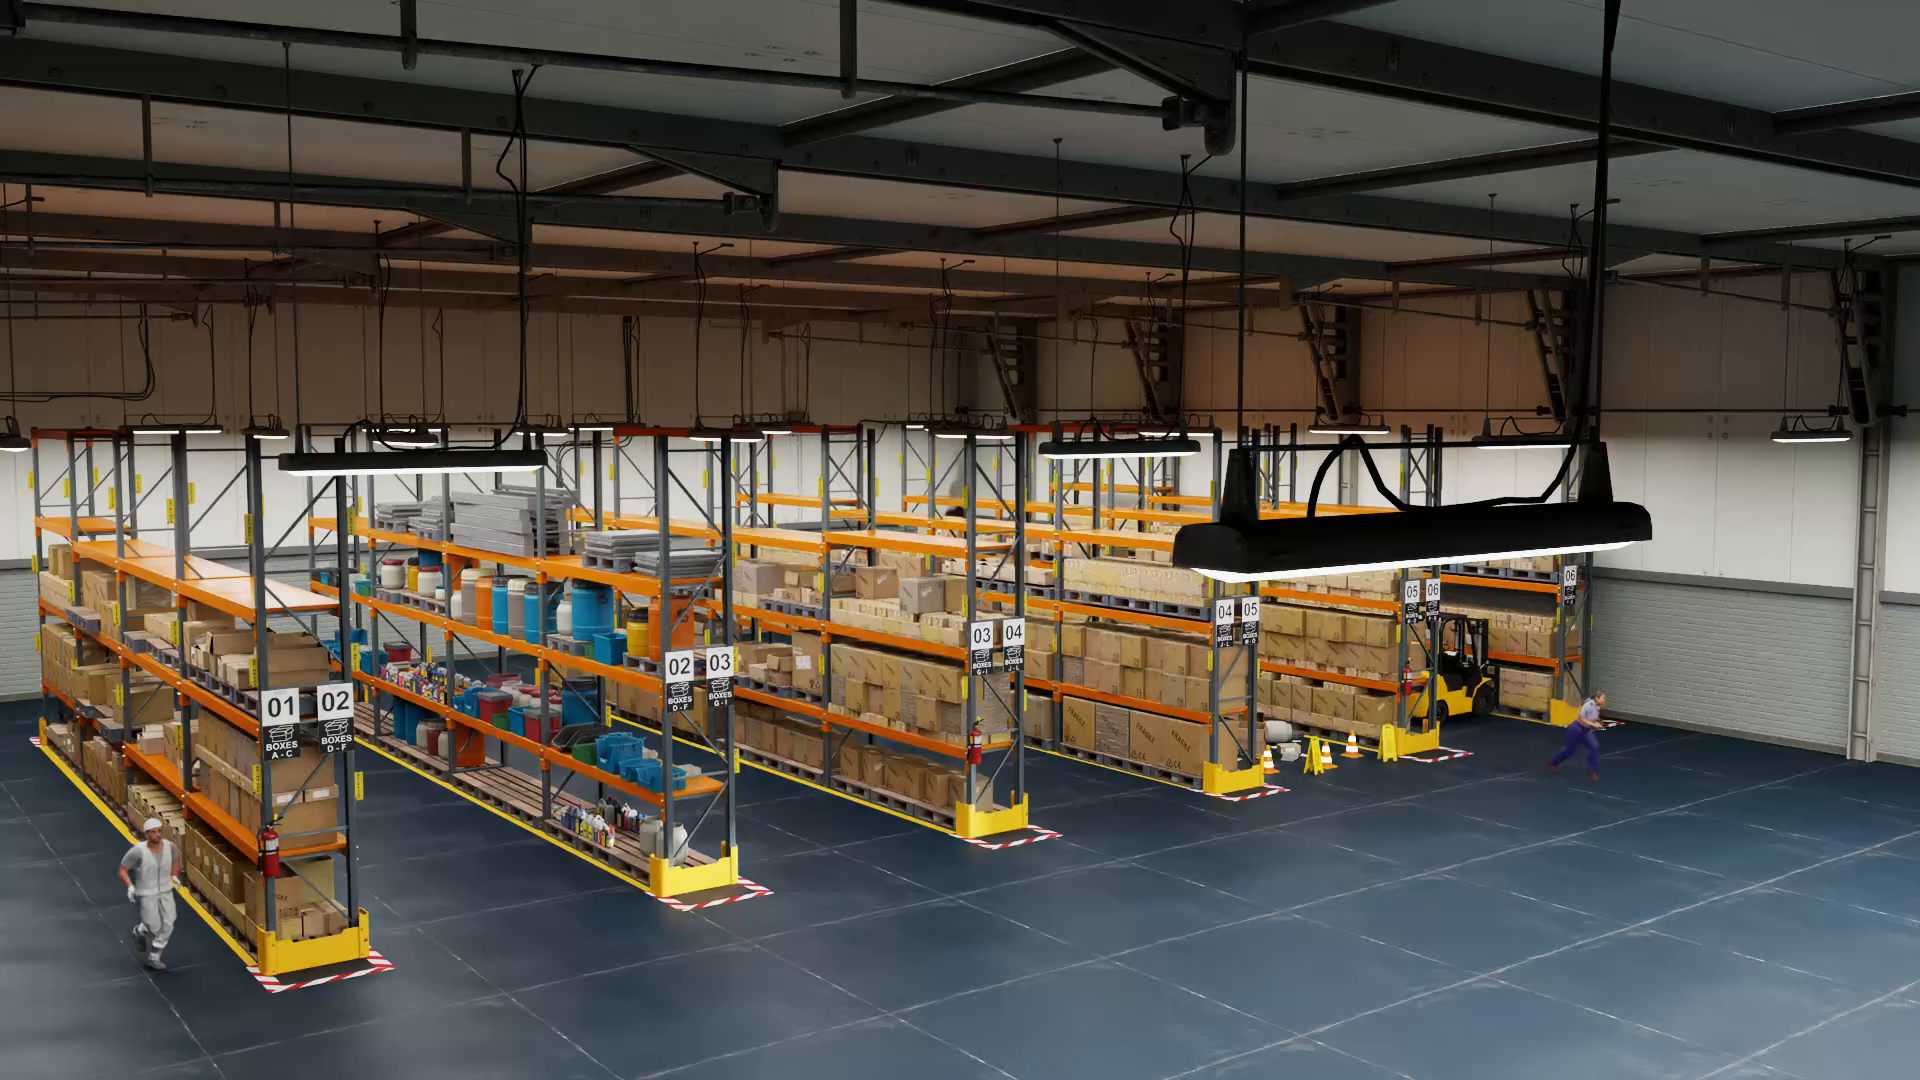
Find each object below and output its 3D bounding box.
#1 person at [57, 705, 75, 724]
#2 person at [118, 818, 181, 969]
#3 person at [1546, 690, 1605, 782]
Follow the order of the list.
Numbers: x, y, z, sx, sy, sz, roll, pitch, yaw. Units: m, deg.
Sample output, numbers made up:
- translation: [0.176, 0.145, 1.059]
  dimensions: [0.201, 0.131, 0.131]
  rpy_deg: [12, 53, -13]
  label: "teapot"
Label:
- translation: [-17.730, 2.913, 33.022]
  dimensions: [0.533, 1.670, 0.689]
  rpy_deg: [0, 4, -4]
  label: "person"
- translation: [-9.186, 3.998, 18.909]
  dimensions: [0.614, 1.722, 0.671]
  rpy_deg: [4, 6, 40]
  label: "person"
- translation: [10.578, 3.417, 28.568]
  dimensions: [0.957, 1.460, 0.649]
  rpy_deg: [3, 6, 37]
  label: "person"
